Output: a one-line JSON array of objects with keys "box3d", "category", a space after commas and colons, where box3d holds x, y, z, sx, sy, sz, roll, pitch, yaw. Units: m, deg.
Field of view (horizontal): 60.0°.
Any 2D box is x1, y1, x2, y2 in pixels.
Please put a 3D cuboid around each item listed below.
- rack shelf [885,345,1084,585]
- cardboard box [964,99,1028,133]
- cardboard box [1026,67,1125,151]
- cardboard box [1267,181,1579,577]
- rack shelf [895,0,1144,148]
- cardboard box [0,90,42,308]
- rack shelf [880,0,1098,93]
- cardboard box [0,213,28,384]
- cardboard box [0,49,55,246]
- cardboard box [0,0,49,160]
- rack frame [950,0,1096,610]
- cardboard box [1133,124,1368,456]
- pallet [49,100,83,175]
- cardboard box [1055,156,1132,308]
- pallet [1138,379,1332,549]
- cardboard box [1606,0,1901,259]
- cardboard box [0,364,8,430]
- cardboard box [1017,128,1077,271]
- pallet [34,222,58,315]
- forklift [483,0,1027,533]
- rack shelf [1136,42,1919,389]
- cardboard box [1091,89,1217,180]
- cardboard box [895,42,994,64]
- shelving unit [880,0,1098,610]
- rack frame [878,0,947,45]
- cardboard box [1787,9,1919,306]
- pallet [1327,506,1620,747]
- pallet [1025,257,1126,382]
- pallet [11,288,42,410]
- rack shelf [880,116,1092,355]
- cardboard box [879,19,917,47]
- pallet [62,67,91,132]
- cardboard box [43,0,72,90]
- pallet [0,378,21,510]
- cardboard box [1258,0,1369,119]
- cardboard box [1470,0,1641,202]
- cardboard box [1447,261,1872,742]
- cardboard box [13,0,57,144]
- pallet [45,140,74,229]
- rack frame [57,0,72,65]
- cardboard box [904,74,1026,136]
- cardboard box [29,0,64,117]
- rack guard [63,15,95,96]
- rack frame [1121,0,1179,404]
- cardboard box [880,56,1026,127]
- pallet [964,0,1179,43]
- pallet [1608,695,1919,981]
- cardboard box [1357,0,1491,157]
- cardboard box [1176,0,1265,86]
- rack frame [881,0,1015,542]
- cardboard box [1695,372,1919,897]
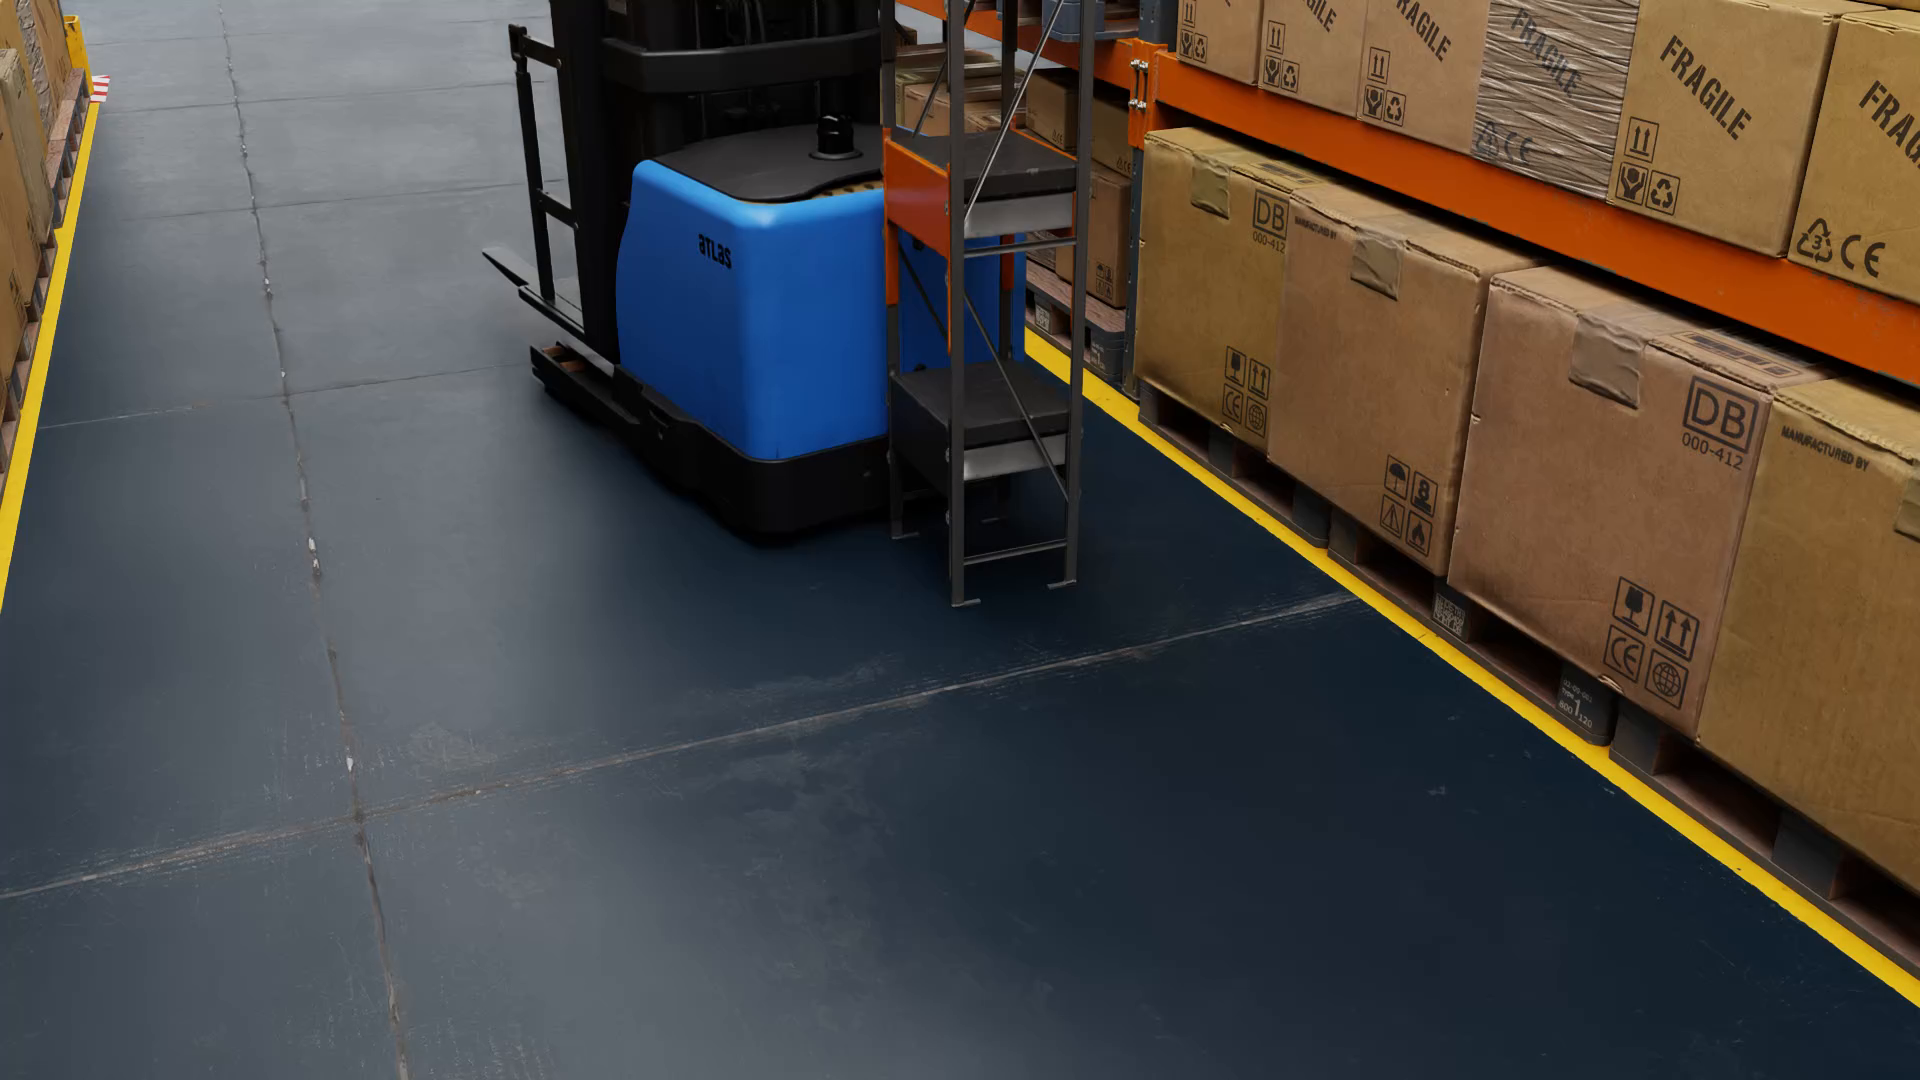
[{"box3d": [0.065, -0.235, 4.966, 0.431, 0.518, 0.480, -11, 28, -21], "category": "rack shelf"}, {"box3d": [0.368, -1.765, 7.794, 0.700, 0.500, 0.500, -8, 27, -16], "category": "cardboard box"}, {"box3d": [0.599, -1.863, 7.141, 0.500, 0.250, 0.500, -7, 27, -15], "category": "cardboard box"}, {"box3d": [1.699, -0.565, 4.931, 1.225, 0.875, 0.875, -10, 28, -20], "category": "cardboard box"}, {"box3d": [0.323, -2.458, 7.686, 1.077, 0.370, 4.000, -11, 28, -21], "category": "rack shelf"}, {"box3d": [-4.364, -1.330, 6.641, 1.050, 0.750, 0.750, -11, 28, -21], "category": "cardboard box"}, {"box3d": [0.065, -1.493, 4.351, 0.431, 0.518, 0.480, -11, 28, -21], "category": "rack shelf"}, {"box3d": [-3.999, -0.954, 5.871, 1.050, 0.750, 0.750, -10, 28, -20], "category": "cardboard box"}, {"box3d": [-4.738, -1.720, 7.440, 1.050, 0.750, 0.750, -11, 28, -21], "category": "cardboard box"}, {"box3d": [-5.246, -2.278, 8.439, 0.875, 0.875, 0.875, -10, 28, -20], "category": "cardboard box"}, {"box3d": [0.160, -0.778, 4.451, 0.400, 2.100, 0.015, -11, 28, -21], "category": "rack frame"}, {"box3d": [1.357, -0.926, 5.671, 1.225, 0.875, 0.875, -12, 28, -23], "category": "cardboard box"}, {"box3d": [-5.771, -2.338, 9.799, 1.003, 0.211, 1.213, -11, 28, -21], "category": "pallet"}, {"box3d": [0.825, -1.316, 6.874, 0.700, 0.500, 0.500, -12, 29, -23], "category": "cardboard box"}, {"box3d": [1.345, -0.390, 5.808, 1.003, 0.211, 1.213, -11, 28, -21], "category": "pallet"}, {"box3d": [1.840, -0.957, 3.677, 0.500, 0.500, 0.500, -11, 28, -21], "category": "cardboard box"}, {"box3d": [-3.653, -0.602, 5.150, 1.050, 0.750, 0.750, -11, 28, -21], "category": "cardboard box"}, {"box3d": [0.596, -1.538, 7.328, 0.700, 0.500, 0.500, -13, 29, -25], "category": "cardboard box"}, {"box3d": [-4.692, -1.226, 7.521, 1.003, 0.211, 1.213, -11, 28, -21], "category": "pallet"}, {"box3d": [-1.004, -1.935, 5.872, 1.130, 2.935, 3.031, -16, 30, -30], "category": "forklift"}, {"box3d": [1.889, -0.844, 4.379, 1.077, 0.370, 4.000, -11, 28, -21], "category": "rack shelf"}, {"box3d": [0.816, -1.651, 6.706, 0.500, 0.250, 0.500, -9, 28, -19], "category": "cardboard box"}, {"box3d": [-0.240, -2.412, 9.119, 0.700, 0.500, 0.500, -13, 29, -25], "category": "cardboard box"}, {"box3d": [0.065, -0.877, 4.652, 0.431, 2.100, 0.503, -11, 28, -21], "category": "shelving unit"}, {"box3d": [-0.460, -3.589, 9.182, 1.000, 3.000, 0.127, -11, 28, -21], "category": "rack frame"}, {"box3d": [2.051, -0.747, 3.248, 0.500, 0.500, 0.500, -10, 28, -19], "category": "cardboard box"}, {"box3d": [1.819, 0.102, 4.801, 1.003, 0.211, 1.213, -11, 28, -21], "category": "pallet"}, {"box3d": [0.801, -1.037, 7.133, 1.003, 0.211, 1.213, -11, 28, -21], "category": "pallet"}, {"box3d": [-4.211, -0.733, 6.510, 1.003, 0.211, 1.213, -11, 28, -21], "category": "pallet"}, {"box3d": [0.065, -0.864, 4.658, 0.431, 0.518, 0.480, -11, 28, -21], "category": "rack shelf"}, {"box3d": [-0.580, -2.823, 9.983, 0.500, 0.500, 0.500, -11, 28, -22], "category": "cardboard box"}, {"box3d": [-6.245, -2.830, 10.806, 1.003, 0.211, 1.213, -11, 28, -21], "category": "pallet"}, {"box3d": [-6.304, -3.364, 10.664, 0.875, 0.875, 0.875, -10, 28, -20], "category": "cardboard box"}, {"box3d": [-3.737, -0.241, 5.503, 1.003, 0.211, 1.213, -11, 28, -21], "category": "pallet"}, {"box3d": [1.250, -1.569, 4.930, 0.500, 0.500, 0.500, -11, 28, -22], "category": "cardboard box"}, {"box3d": [1.648, -1.160, 4.093, 0.500, 0.500, 0.500, -10, 28, -20], "category": "cardboard box"}, {"box3d": [2.053, -0.209, 4.202, 1.225, 0.875, 0.875, -12, 28, -22], "category": "cardboard box"}, {"box3d": [-5.602, -2.641, 9.183, 0.875, 0.875, 0.875, -10, 28, -20], "category": "cardboard box"}, {"box3d": [-5.290, -1.845, 8.788, 1.003, 0.211, 1.213, -11, 28, -21], "category": "pallet"}, {"box3d": [-6.630, -4.393, 10.828, 1.000, 3.000, 0.127, -11, 28, -21], "category": "rack frame"}, {"box3d": [0.149, -1.990, 8.255, 0.700, 0.500, 0.500, -13, 29, -25], "category": "cardboard box"}, {"box3d": [-5.957, -3.009, 9.938, 0.875, 0.875, 0.875, -11, 28, -21], "category": "cardboard box"}, {"box3d": [-6.640, -3.279, 11.396, 1.175, 0.500, 0.348, -11, 28, -21], "category": "rack guard"}, {"box3d": [1.106, -1.974, 5.875, 1.000, 3.000, 0.127, -11, 28, -21], "category": "rack frame"}, {"box3d": [-0.070, -2.216, 8.718, 0.700, 0.500, 0.500, -11, 28, -21], "category": "cardboard box"}, {"box3d": [0.729, -2.158, 6.469, 1.213, 0.211, 1.003, -11, 28, -21], "category": "pallet"}, {"box3d": [2.301, 0.595, 3.791, 1.003, 0.211, 1.213, -11, 28, -21], "category": "pallet"}, {"box3d": [1.454, -1.362, 4.507, 0.500, 0.500, 0.500, -11, 28, -22], "category": "cardboard box"}, {"box3d": [1.046, -1.776, 5.355, 0.500, 0.500, 0.500, -10, 28, -19], "category": "cardboard box"}, {"box3d": [-0.031, -0.975, 4.854, 0.400, 2.100, 0.015, -11, 28, -21], "category": "rack frame"}, {"box3d": [2.403, 0.152, 3.464, 1.225, 0.875, 0.875, -10, 28, -20], "category": "cardboard box"}]
